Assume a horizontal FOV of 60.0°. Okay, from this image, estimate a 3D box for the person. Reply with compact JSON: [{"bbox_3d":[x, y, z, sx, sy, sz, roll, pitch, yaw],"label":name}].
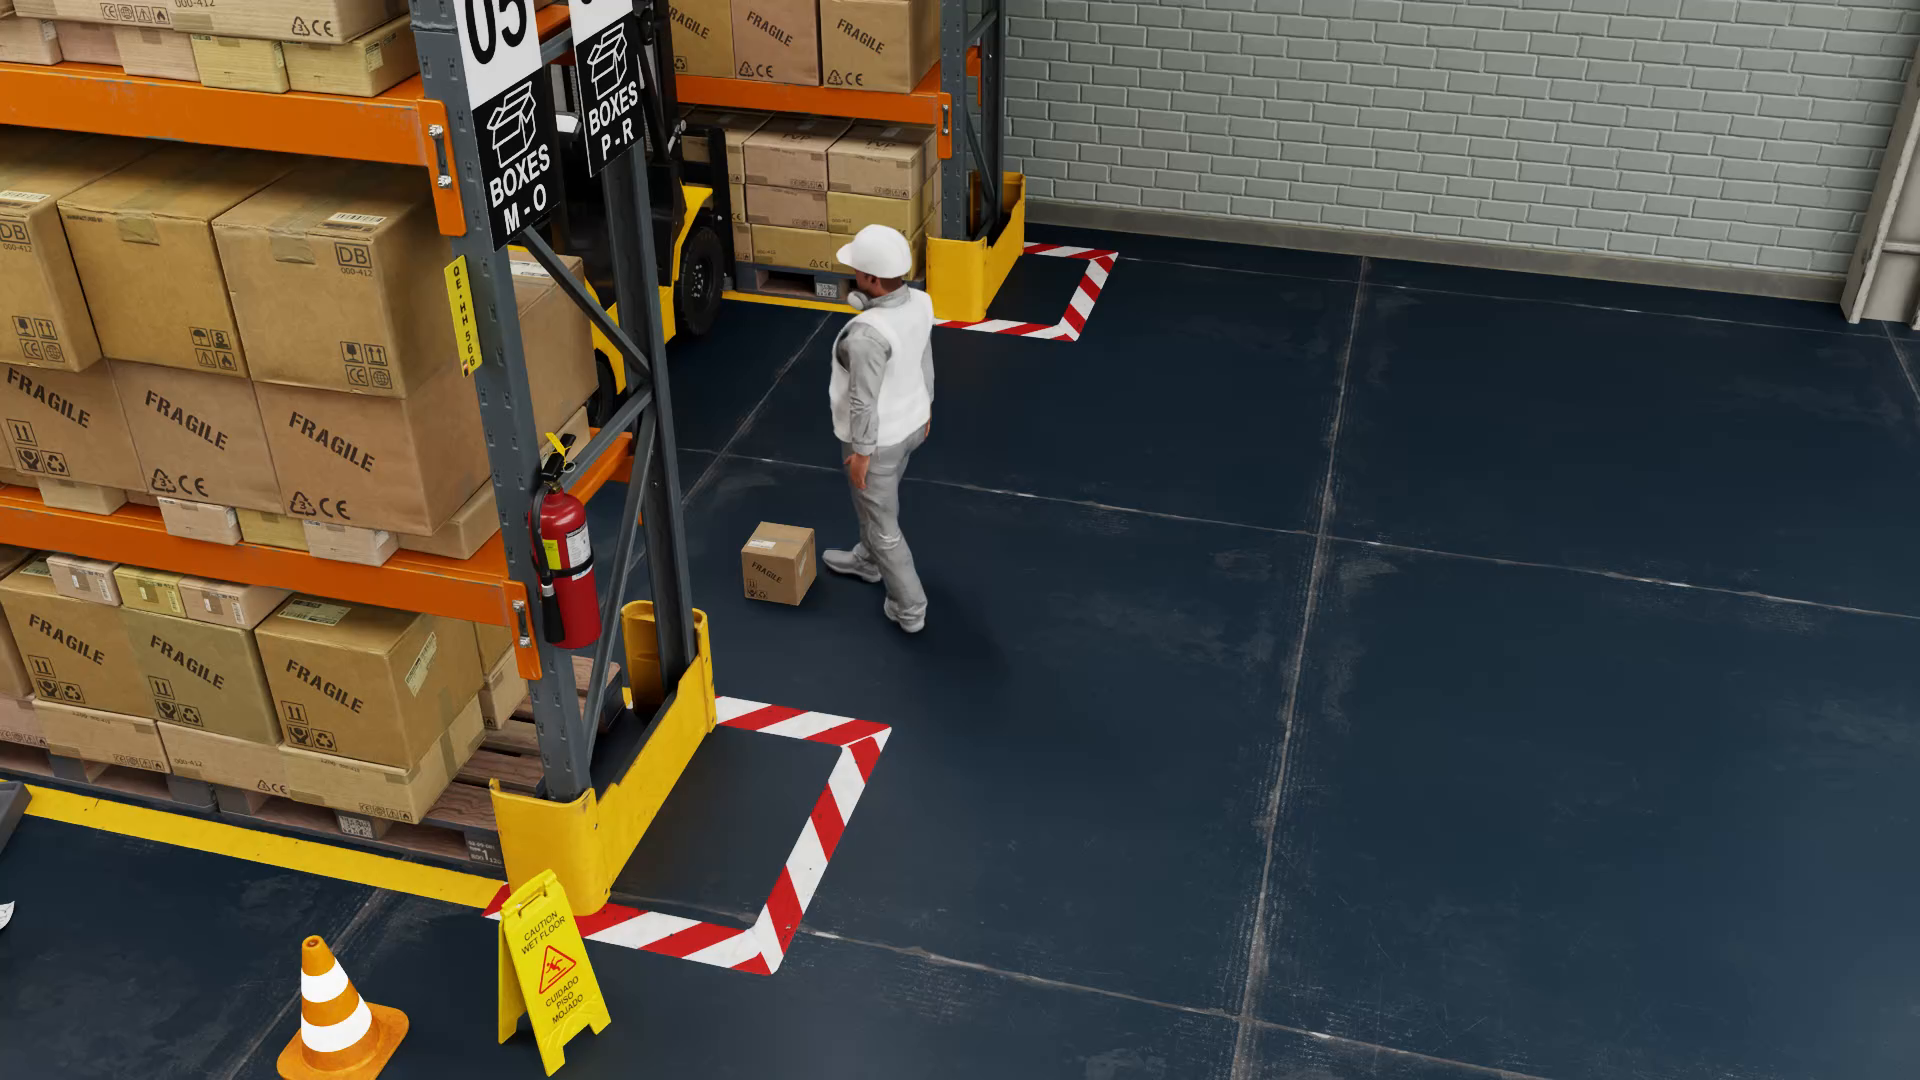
[{"bbox_3d":[-0.369,-0.491,6.883,0.686,1.773,0.574,18,37,26],"label":"person"}]
